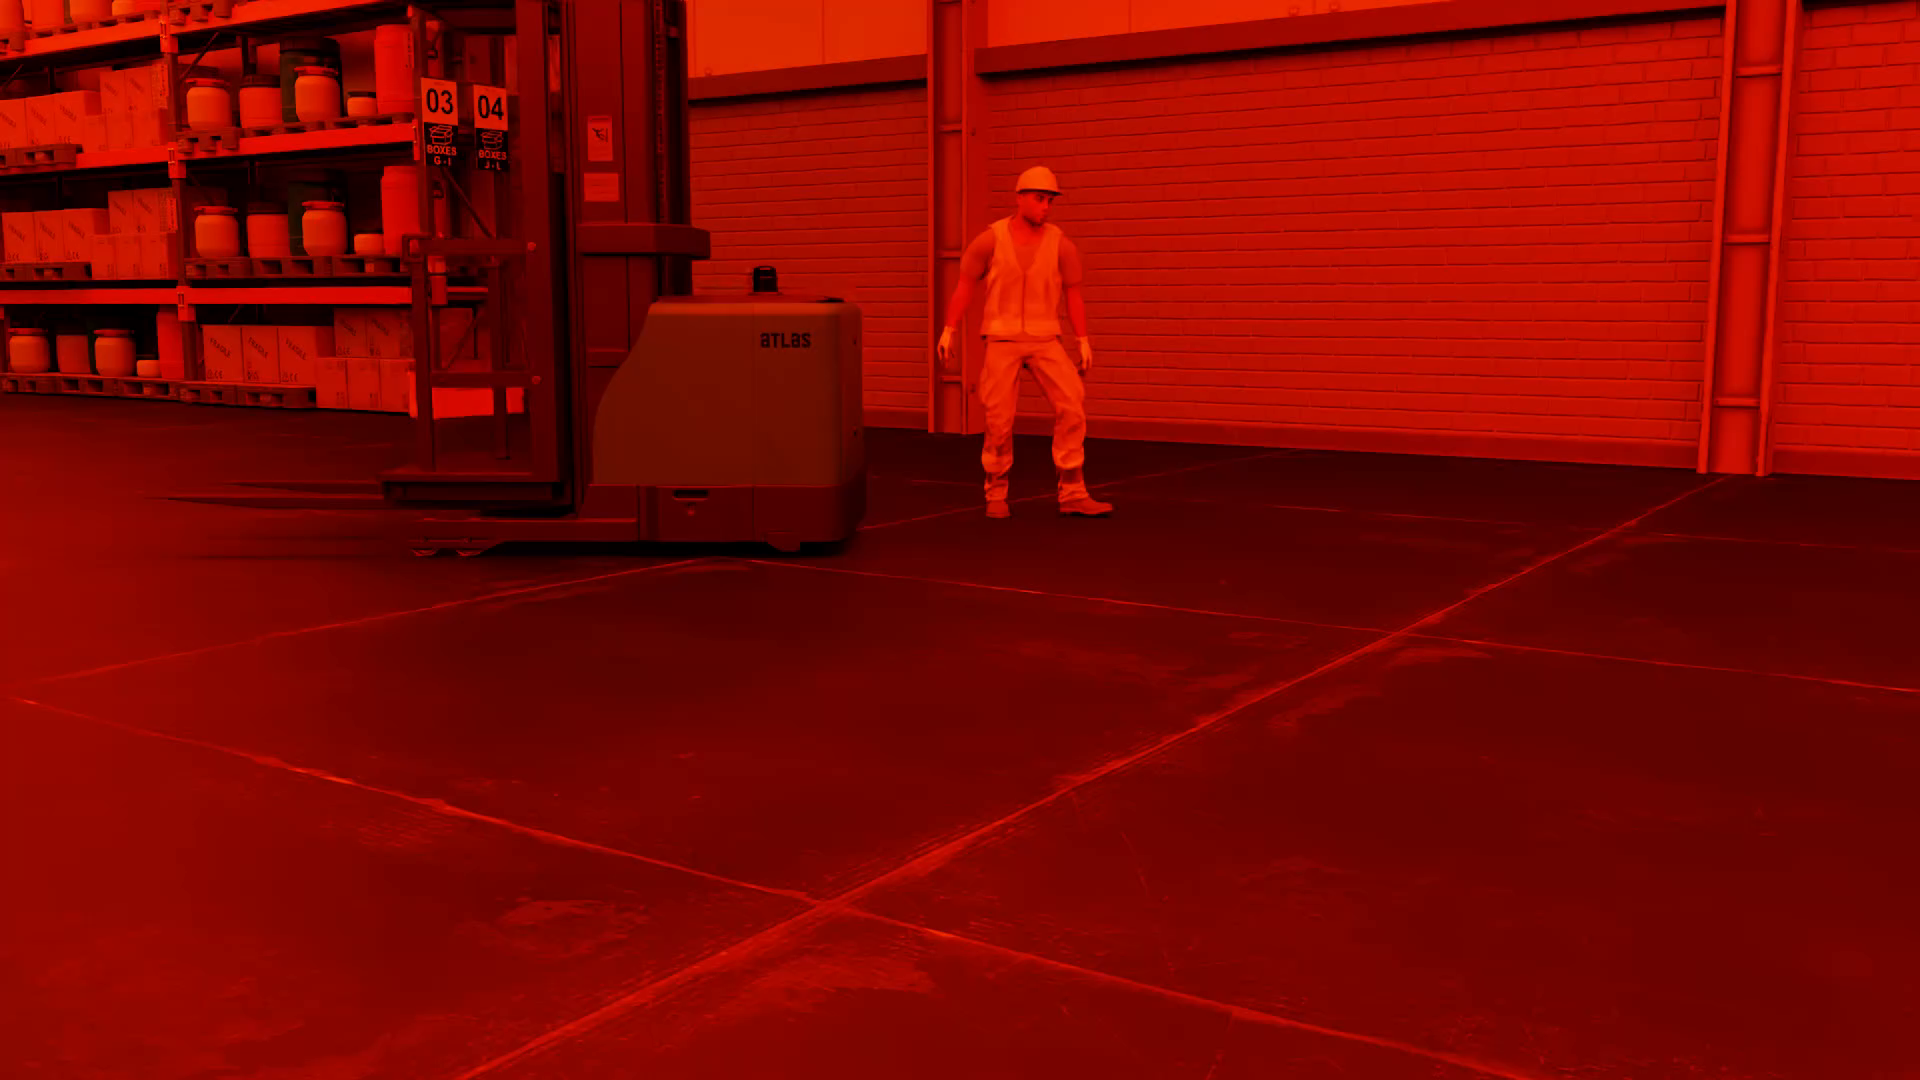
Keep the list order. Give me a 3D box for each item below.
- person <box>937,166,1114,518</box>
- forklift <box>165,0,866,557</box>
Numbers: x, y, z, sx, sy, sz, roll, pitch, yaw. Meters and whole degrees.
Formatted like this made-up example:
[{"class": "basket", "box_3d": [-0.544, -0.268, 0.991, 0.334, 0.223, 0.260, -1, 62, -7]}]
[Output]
[{"class": "person", "box_3d": [0.330, -0.978, 8.351, 0.879, 1.749, 0.454, -1, 8, -4]}, {"class": "forklift", "box_3d": [-1.983, -1.453, 7.414, 3.031, 2.935, 1.130, 0, 8, 3]}]
